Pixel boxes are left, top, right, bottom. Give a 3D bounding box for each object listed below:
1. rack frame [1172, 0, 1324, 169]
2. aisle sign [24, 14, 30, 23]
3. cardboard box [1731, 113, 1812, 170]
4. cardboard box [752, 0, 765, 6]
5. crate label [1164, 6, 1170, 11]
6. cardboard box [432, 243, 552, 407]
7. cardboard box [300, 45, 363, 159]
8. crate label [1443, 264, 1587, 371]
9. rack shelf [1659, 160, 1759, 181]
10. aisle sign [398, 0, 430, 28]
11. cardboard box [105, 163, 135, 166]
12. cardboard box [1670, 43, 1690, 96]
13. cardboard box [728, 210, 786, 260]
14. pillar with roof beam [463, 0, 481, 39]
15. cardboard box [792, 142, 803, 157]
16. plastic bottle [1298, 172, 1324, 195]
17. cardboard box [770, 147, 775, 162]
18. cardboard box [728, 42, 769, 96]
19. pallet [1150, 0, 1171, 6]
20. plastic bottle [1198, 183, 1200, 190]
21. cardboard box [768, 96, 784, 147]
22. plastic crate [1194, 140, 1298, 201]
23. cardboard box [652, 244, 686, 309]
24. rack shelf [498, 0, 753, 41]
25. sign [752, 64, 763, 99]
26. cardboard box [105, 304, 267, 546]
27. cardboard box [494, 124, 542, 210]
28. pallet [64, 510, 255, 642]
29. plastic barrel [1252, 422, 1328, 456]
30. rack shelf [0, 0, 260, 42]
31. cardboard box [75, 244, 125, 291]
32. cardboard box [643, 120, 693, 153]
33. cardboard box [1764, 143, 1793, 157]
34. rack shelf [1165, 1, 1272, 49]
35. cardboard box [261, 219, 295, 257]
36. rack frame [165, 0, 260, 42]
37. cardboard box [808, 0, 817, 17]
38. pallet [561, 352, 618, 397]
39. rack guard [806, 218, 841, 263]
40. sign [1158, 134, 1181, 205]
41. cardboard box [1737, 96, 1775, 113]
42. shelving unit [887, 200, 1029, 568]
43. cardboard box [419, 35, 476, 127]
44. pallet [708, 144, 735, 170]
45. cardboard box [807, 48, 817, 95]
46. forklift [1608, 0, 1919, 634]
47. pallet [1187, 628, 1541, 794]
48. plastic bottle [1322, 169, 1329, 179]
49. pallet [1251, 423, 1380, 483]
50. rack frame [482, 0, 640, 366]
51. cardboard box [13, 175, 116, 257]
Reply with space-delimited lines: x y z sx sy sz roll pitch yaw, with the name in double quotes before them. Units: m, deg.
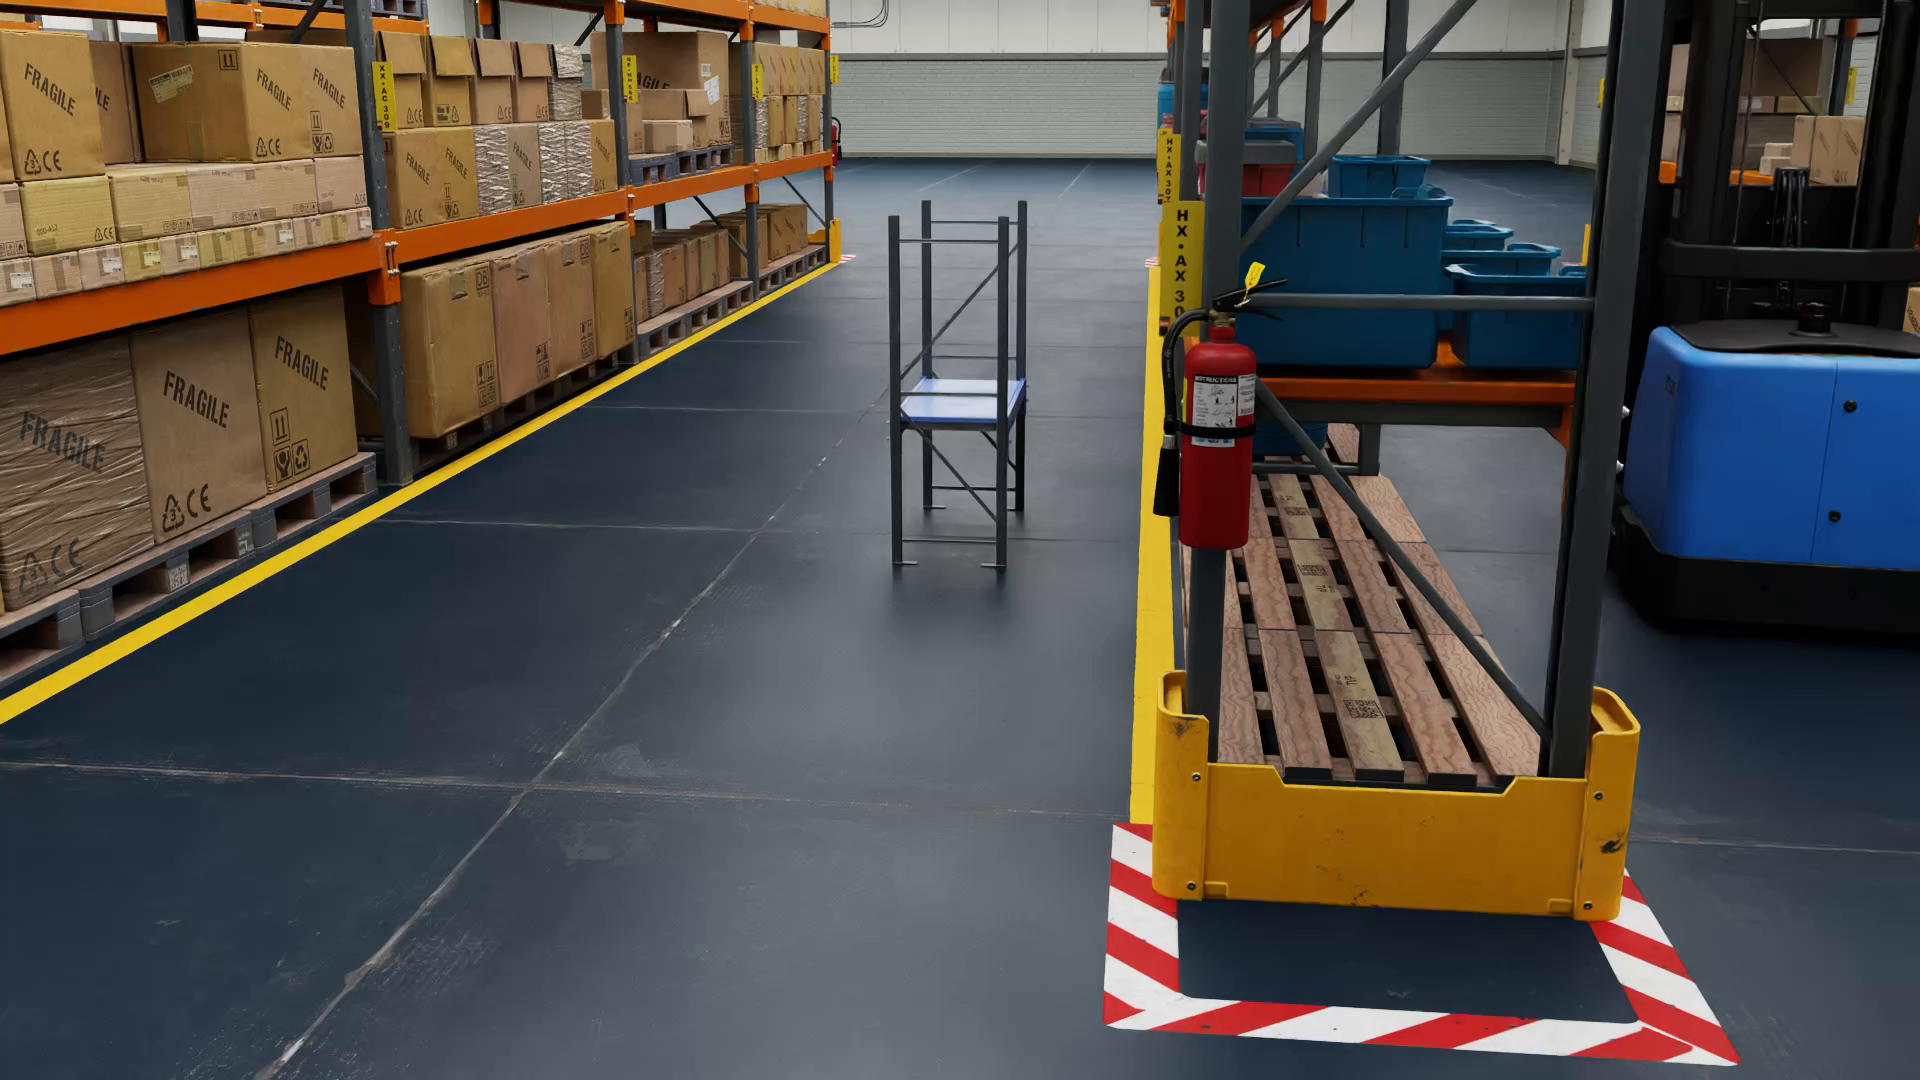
"rack frame" 1.987 -2.638 11.672 1.000 3.000 0.127 2 15 6
"aisle sign" -11.583 -6.413 20.653 0.394 0.787 0.004 2 15 6
"cardboard box" 7.403 -3.692 15.379 0.700 0.500 0.500 1 15 5
"cardboard box" -2.178 -5.306 16.080 0.500 0.250 0.500 1 15 4
"crate label" 2.350 -5.614 17.214 0.502 0.251 0.408 2 15 6
"cardboard box" -3.233 -1.322 10.071 1.225 0.875 0.875 1 15 4
"cardboard box" -3.172 -2.053 7.788 0.500 0.500 0.500 2 15 8
"crate label" 1.439 -0.566 4.214 0.416 0.233 0.303 2 15 6
"rack shelf" 7.585 -3.700 16.978 1.077 0.370 4.000 2 15 6
"aisle sign" -6.642 -6.296 20.218 0.394 0.787 0.004 2 15 6
"cardboard box" -3.813 -1.440 6.960 0.500 0.250 0.500 2 15 8
"cardboard box" 7.573 -4.709 16.654 0.700 0.500 0.500 2 15 6
"cardboard box" -2.242 -3.376 18.384 0.500 0.500 0.500 3 15 11
"pillar with roof beam" -10.122 -15.692 48.455 9.100 9.000 0.400 2 15 6
"cardboard box" -1.924 -4.266 18.172 0.380 0.149 0.250 2 15 6
"plastic bottle" 1.920 -1.894 9.159 0.152 0.276 0.135 2 15 6
"cardboard box" -2.099 -3.942 16.977 0.380 0.149 0.250 2 15 6
"cardboard box" -2.180 -4.605 16.270 0.500 0.500 0.500 2 15 6
"pallet" 2.423 -5.223 15.845 1.213 0.211 1.003 2 15 6
"plastic bottle" 1.240 -1.718 8.491 0.061 0.283 0.133 2 15 6
"cardboard box" -2.279 -4.257 16.897 0.875 0.500 0.500 2 15 6
"plastic crate" 1.186 -1.436 6.990 0.402 0.464 0.583 2 15 6
"cardboard box" -2.772 -2.256 14.204 0.700 0.500 0.500 3 15 11
"rack shelf" -2.709 -4.404 13.833 1.077 0.370 4.000 2 15 6
"sign" -1.931 -4.365 15.840 0.100 0.325 0.005 2 15 6
"cardboard box" -3.641 -0.522 7.110 0.875 0.875 0.875 2 15 6
"cardboard box" -2.920 -2.301 10.235 0.500 0.500 0.500 2 15 7
"pallet" -3.684 0.112 6.845 1.003 0.211 1.213 2 15 6
"plastic barrel" 1.614 -0.931 8.575 0.600 0.901 0.708 2 15 6
"rack shelf" -7.626 -4.576 14.470 1.077 0.370 4.000 2 15 6
"cardboard box" -3.326 -1.004 6.109 0.380 0.149 0.250 2 15 6
"cardboard box" -2.517 -3.342 13.759 0.500 0.250 0.500 1 15 5
"cardboard box" 7.347 -3.327 14.508 0.500 0.250 0.500 3 15 10
"rack shelf" 2.664 -5.295 17.130 1.077 0.370 4.000 2 15 6
"cardboard box" -3.182 -1.337 7.340 0.380 0.149 0.250 2 15 7
"rack frame" -7.400 -3.994 16.686 1.000 3.000 0.127 2 15 6
"cardboard box" -1.887 -5.973 18.544 0.500 0.250 0.500 2 15 7
"pallet" -3.098 -1.236 11.828 1.003 0.211 1.213 2 15 6
"rack guard" -2.040 -3.633 20.139 1.175 0.500 0.348 2 15 6
"sign" 0.989 -1.751 7.861 0.100 0.325 0.005 2 15 6
"cardboard box" 7.177 -3.967 15.152 0.380 0.149 0.250 2 15 6
"shelving unit" 0.010 -0.746 7.548 0.538 1.500 1.048 2 15 6
"cardboard box" -3.233 -2.623 9.502 0.797 0.503 0.637 2 15 7
"pallet" -2.714 -3.535 15.356 1.003 0.211 1.213 2 15 6
"cardboard box" -1.899 -5.254 18.668 0.500 0.500 0.500 2 15 6
"forklift" 3.486 -1.407 7.249 1.130 2.935 3.031 4 16 13
"pallet" 1.216 0.570 5.150 1.003 0.211 1.213 2 15 6
"plastic bottle" 2.097 -1.950 9.365 0.152 0.276 0.135 2 15 6
"pallet" 1.664 -0.454 8.935 1.003 0.211 1.213 2 15 6
"rack frame" -2.934 -2.784 12.212 1.000 3.000 0.127 2 15 6
"cardboard box" -3.402 -1.162 5.931 0.500 0.250 0.500 1 15 4
